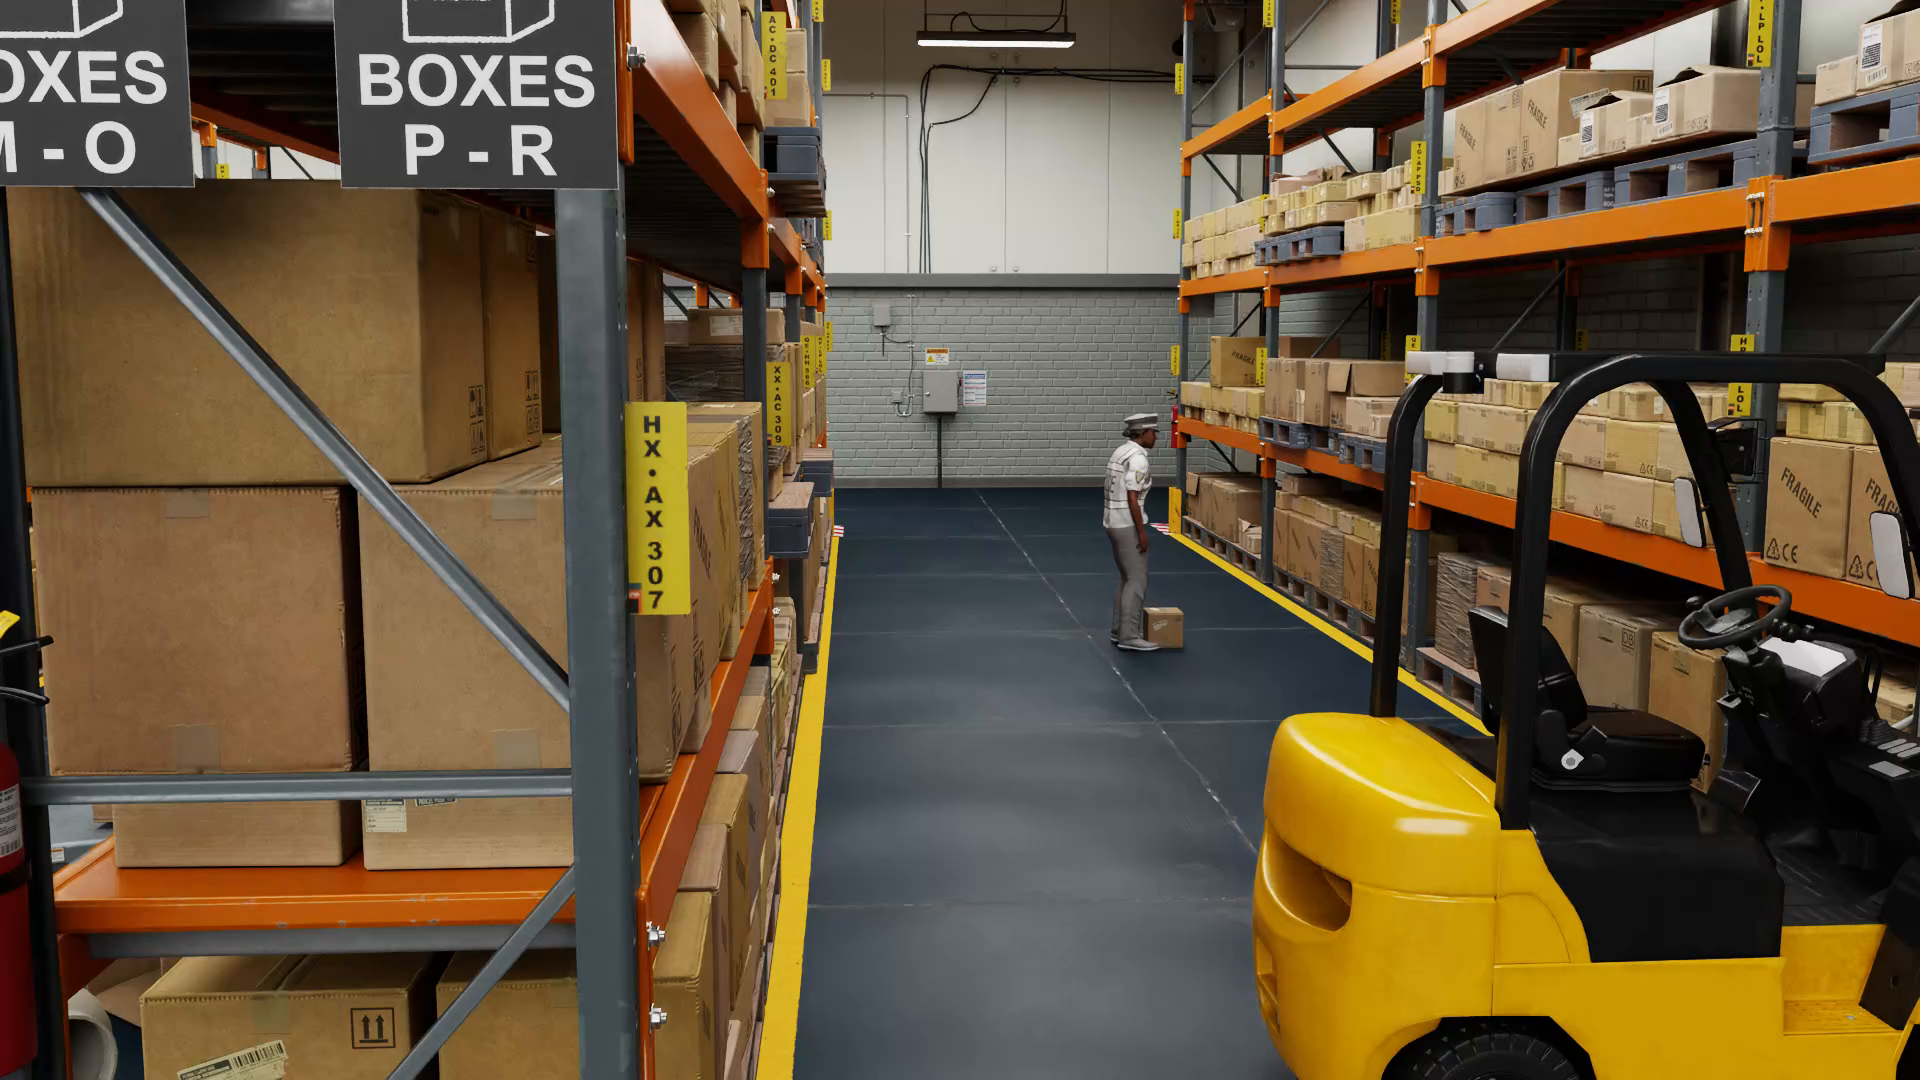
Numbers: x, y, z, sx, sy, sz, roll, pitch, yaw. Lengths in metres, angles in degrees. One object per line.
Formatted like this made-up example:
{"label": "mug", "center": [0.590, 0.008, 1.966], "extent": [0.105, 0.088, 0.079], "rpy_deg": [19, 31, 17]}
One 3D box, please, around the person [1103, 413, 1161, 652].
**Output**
{"label": "person", "center": [1.225, -0.068, 11.807], "extent": [0.398, 1.659, 0.521], "rpy_deg": [-1, 7, -5]}
